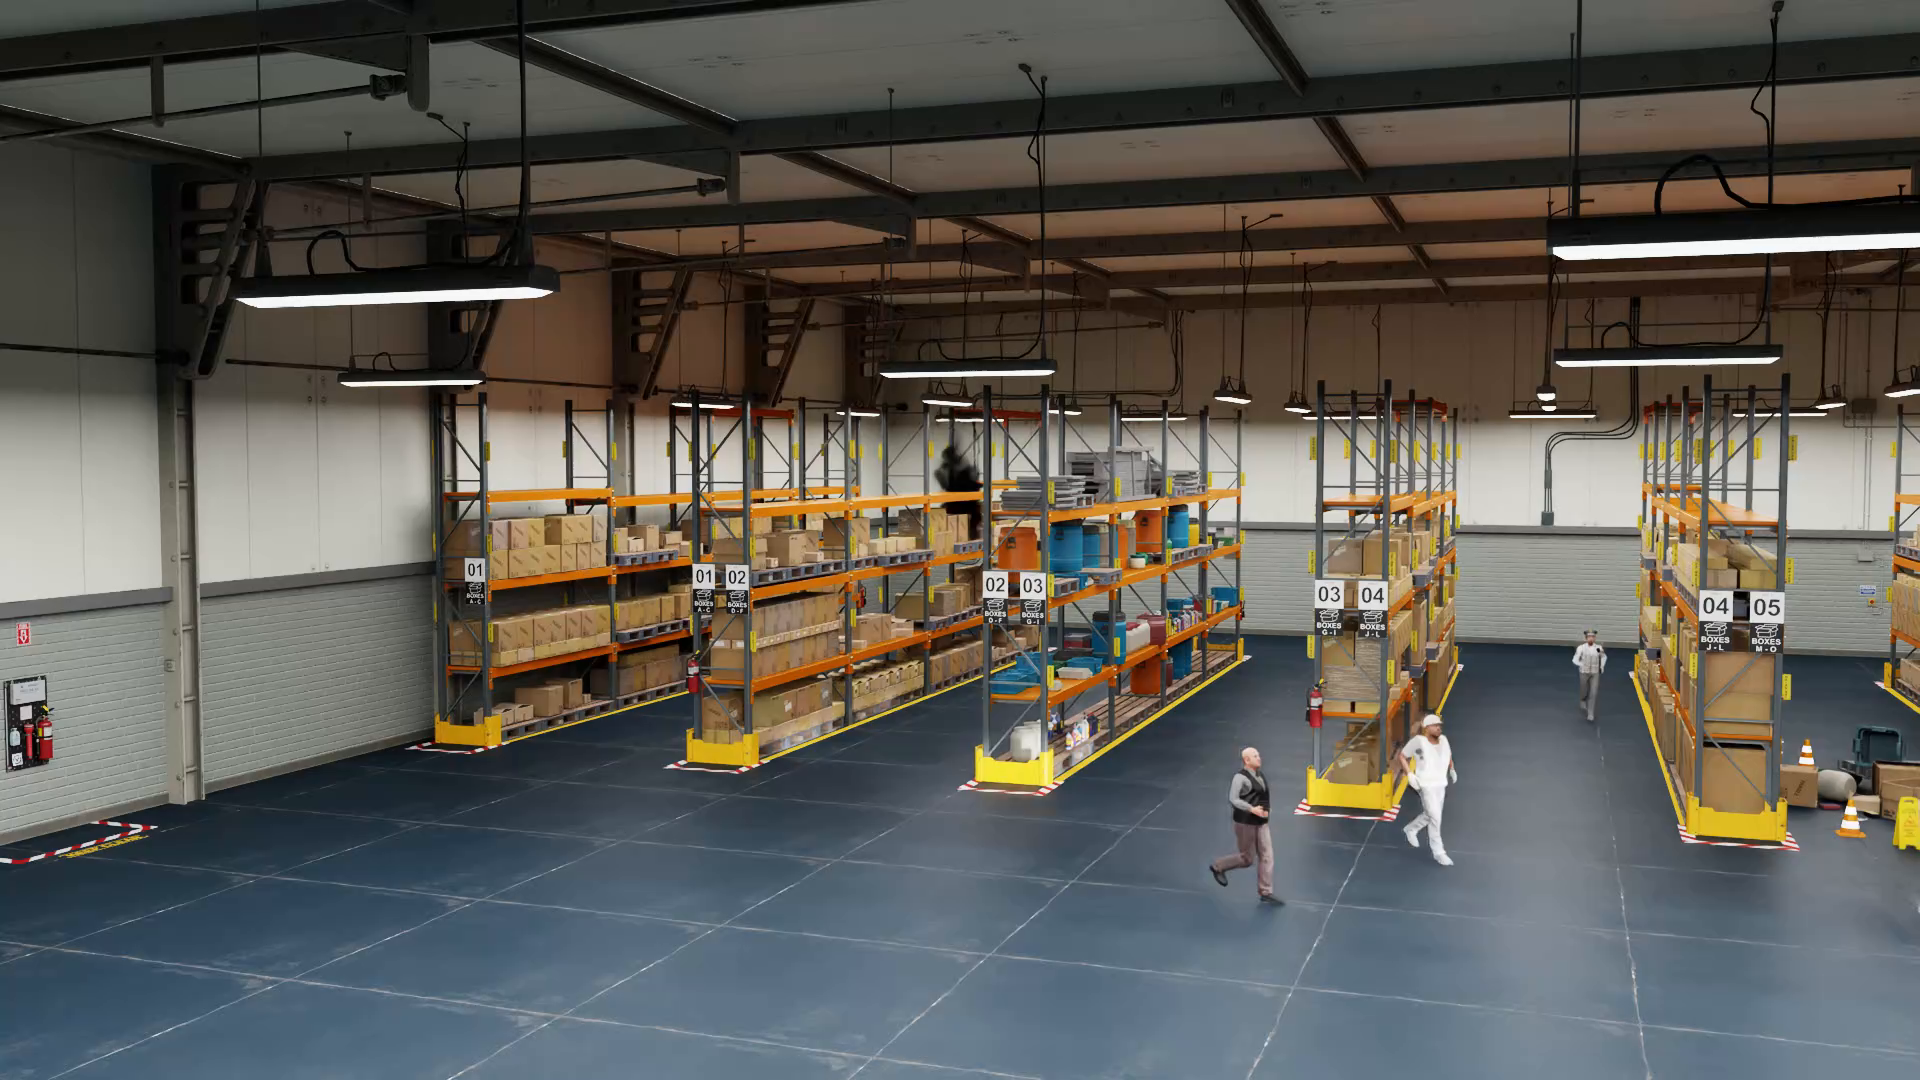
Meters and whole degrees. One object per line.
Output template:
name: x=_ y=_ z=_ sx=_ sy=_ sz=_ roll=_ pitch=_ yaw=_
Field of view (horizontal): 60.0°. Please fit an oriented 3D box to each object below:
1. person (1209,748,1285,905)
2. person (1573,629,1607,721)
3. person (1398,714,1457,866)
person: x=3.218 y=3.165 z=18.540 sx=0.914 sy=1.712 sz=0.662 roll=3 pitch=4 yaw=42
person: x=11.776 y=2.498 z=31.064 sx=0.616 sy=1.669 sz=0.870 roll=1 pitch=3 yaw=14
person: x=5.771 y=3.028 z=20.482 sx=0.687 sy=1.790 sz=0.921 roll=-2 pitch=3 yaw=-28
